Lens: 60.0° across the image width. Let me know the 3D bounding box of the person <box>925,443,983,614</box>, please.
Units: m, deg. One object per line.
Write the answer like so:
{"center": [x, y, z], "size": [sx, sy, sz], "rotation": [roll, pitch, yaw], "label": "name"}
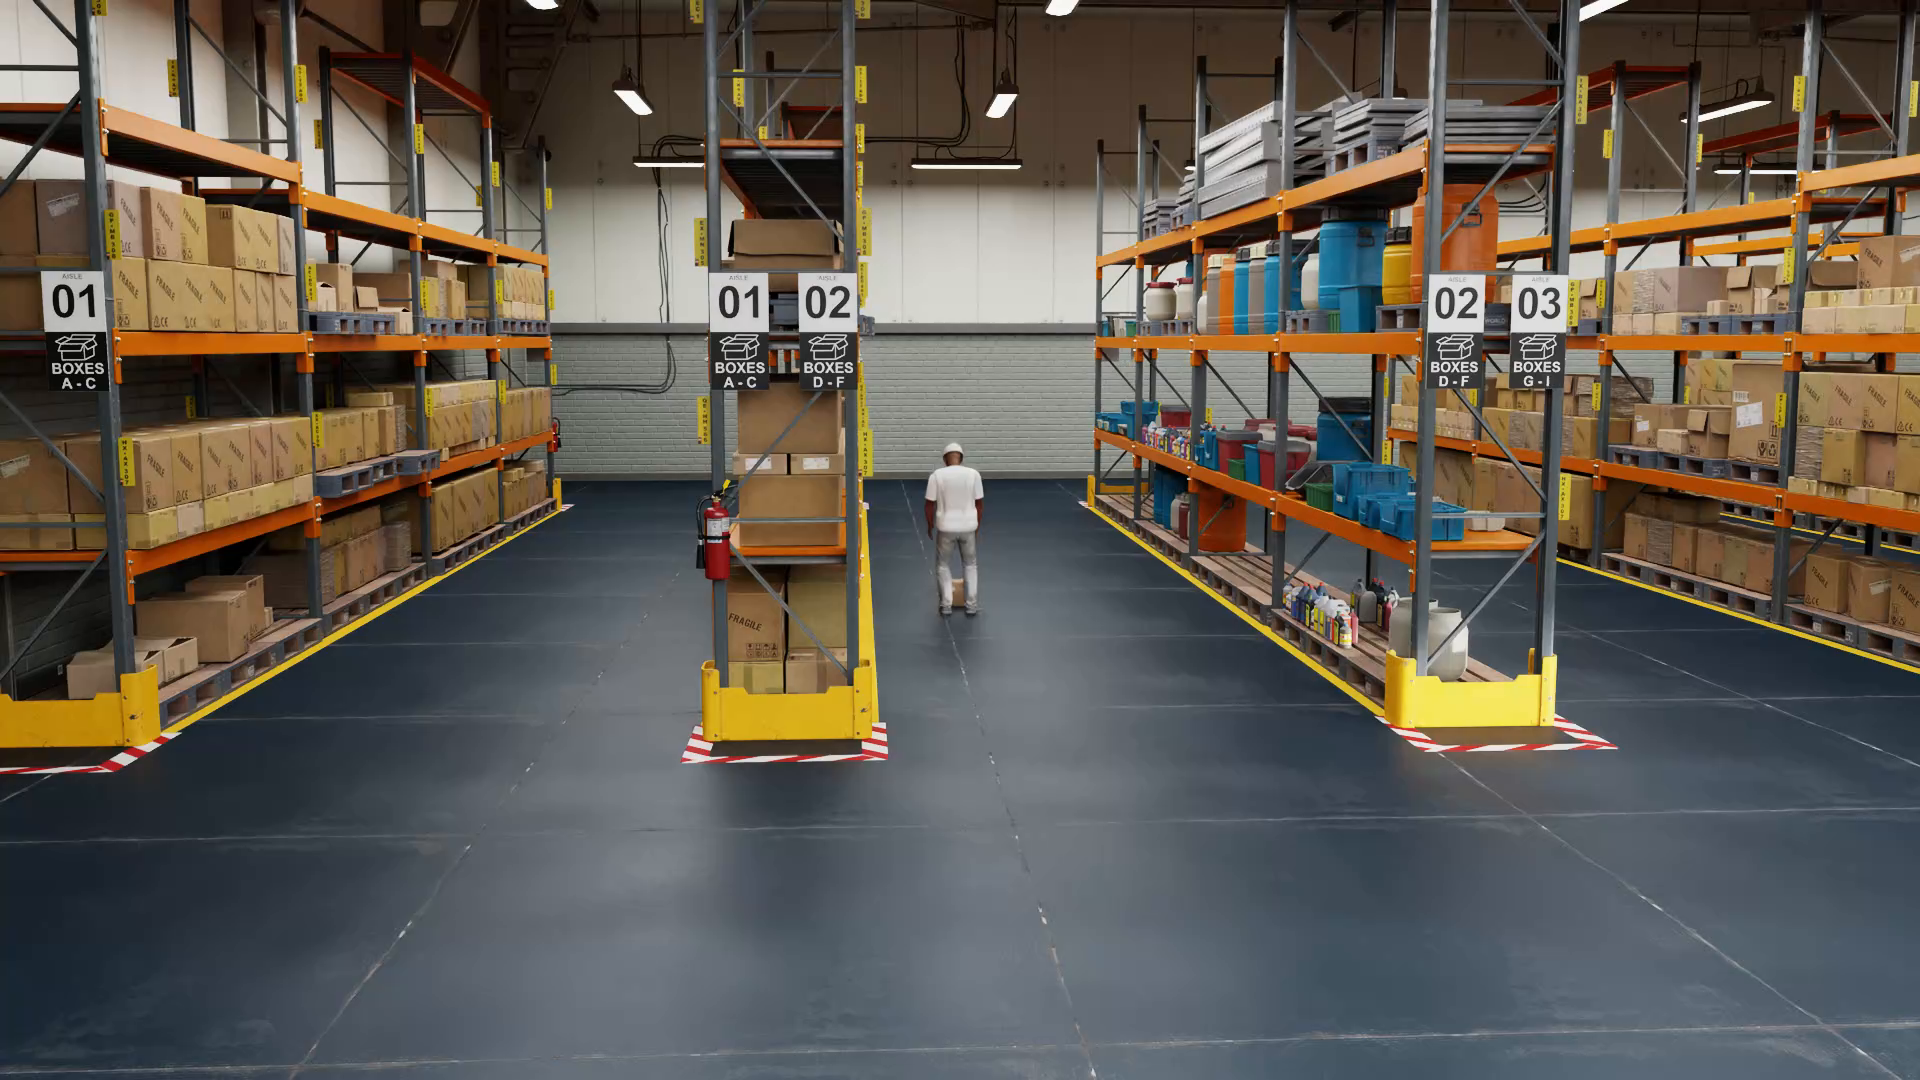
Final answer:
{"center": [-0.061, -0.117, 16.833], "size": [0.591, 1.717, 0.453], "rotation": [0, 7, -3], "label": "person"}
